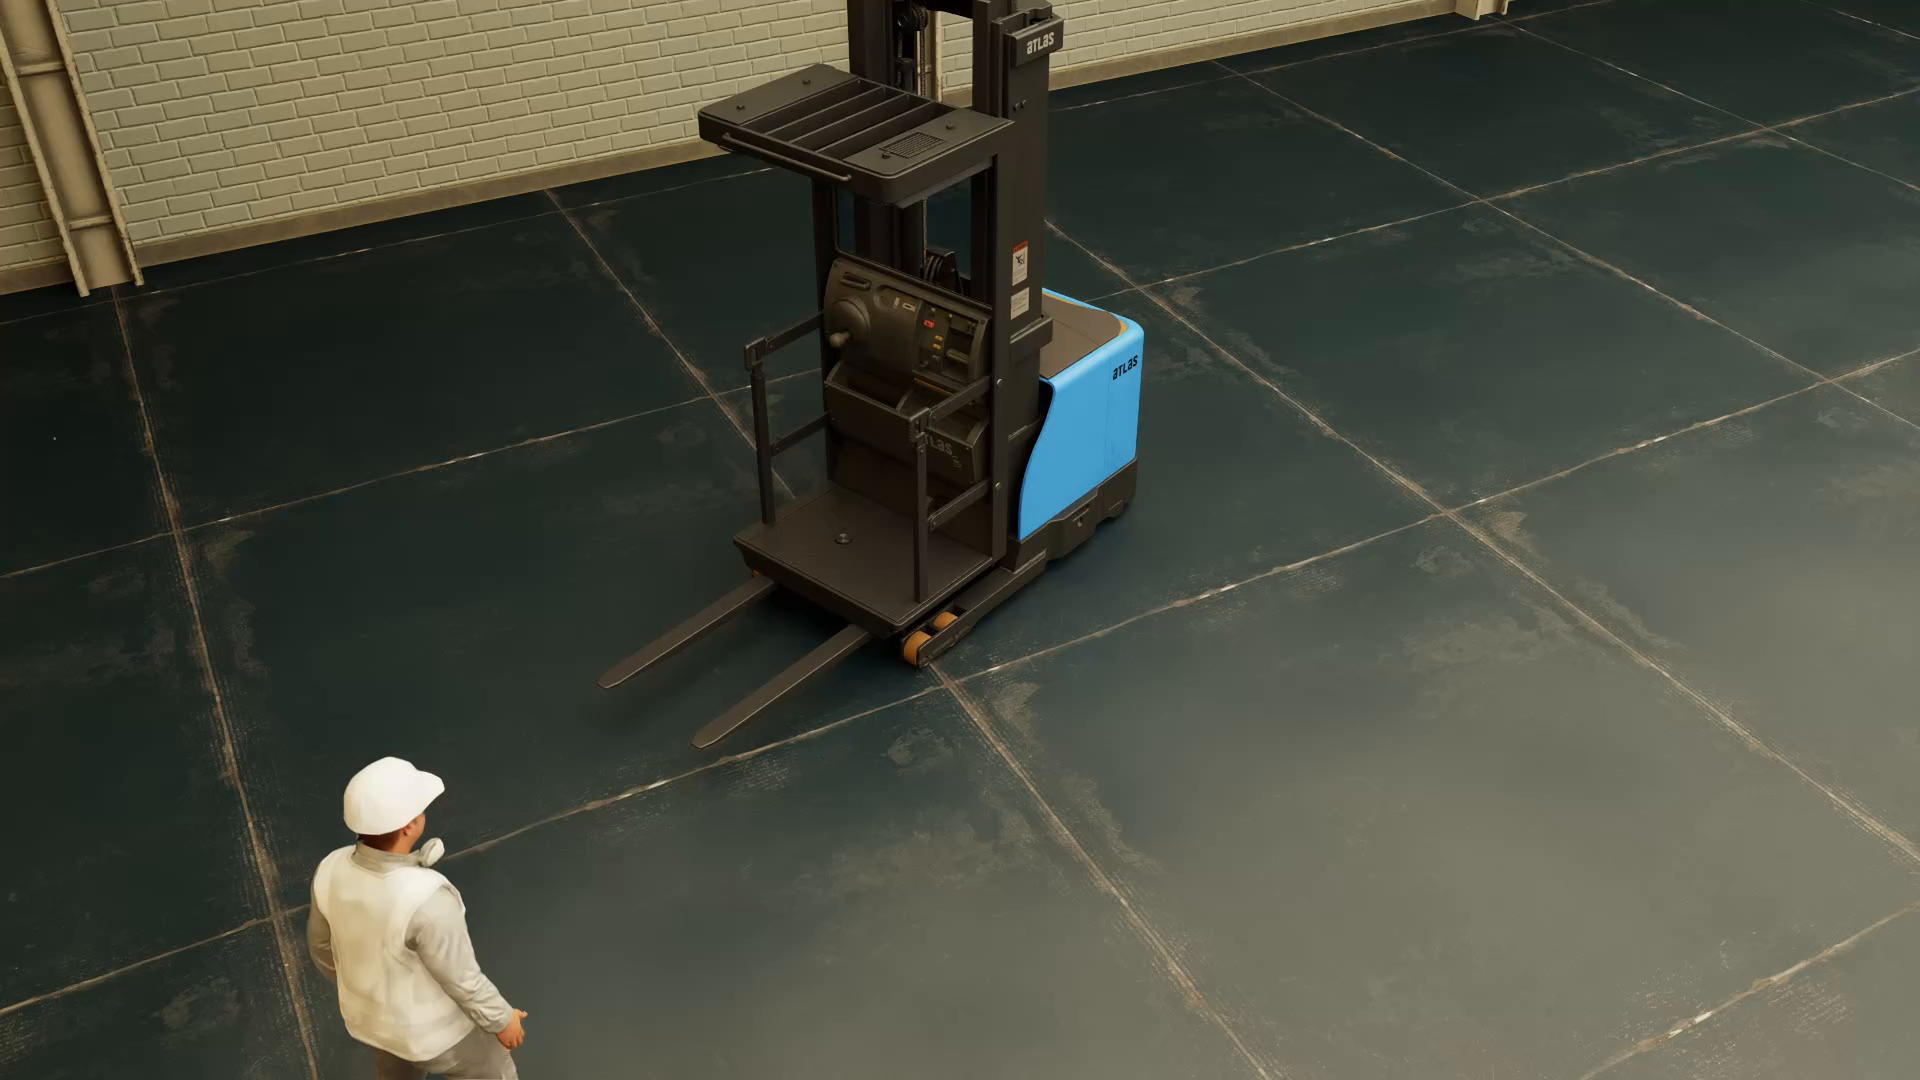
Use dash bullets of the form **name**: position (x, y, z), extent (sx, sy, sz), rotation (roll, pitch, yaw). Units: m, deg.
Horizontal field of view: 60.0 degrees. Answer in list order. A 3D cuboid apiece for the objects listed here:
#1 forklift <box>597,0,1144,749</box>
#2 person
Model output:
- **forklift**: position (-0.390, -0.927, 7.434), extent (1.130, 2.935, 3.031), rotation (26, 43, 31)
- **person**: position (-1.642, 1.408, 5.138), extent (0.650, 1.775, 0.464), rotation (15, 38, 20)
